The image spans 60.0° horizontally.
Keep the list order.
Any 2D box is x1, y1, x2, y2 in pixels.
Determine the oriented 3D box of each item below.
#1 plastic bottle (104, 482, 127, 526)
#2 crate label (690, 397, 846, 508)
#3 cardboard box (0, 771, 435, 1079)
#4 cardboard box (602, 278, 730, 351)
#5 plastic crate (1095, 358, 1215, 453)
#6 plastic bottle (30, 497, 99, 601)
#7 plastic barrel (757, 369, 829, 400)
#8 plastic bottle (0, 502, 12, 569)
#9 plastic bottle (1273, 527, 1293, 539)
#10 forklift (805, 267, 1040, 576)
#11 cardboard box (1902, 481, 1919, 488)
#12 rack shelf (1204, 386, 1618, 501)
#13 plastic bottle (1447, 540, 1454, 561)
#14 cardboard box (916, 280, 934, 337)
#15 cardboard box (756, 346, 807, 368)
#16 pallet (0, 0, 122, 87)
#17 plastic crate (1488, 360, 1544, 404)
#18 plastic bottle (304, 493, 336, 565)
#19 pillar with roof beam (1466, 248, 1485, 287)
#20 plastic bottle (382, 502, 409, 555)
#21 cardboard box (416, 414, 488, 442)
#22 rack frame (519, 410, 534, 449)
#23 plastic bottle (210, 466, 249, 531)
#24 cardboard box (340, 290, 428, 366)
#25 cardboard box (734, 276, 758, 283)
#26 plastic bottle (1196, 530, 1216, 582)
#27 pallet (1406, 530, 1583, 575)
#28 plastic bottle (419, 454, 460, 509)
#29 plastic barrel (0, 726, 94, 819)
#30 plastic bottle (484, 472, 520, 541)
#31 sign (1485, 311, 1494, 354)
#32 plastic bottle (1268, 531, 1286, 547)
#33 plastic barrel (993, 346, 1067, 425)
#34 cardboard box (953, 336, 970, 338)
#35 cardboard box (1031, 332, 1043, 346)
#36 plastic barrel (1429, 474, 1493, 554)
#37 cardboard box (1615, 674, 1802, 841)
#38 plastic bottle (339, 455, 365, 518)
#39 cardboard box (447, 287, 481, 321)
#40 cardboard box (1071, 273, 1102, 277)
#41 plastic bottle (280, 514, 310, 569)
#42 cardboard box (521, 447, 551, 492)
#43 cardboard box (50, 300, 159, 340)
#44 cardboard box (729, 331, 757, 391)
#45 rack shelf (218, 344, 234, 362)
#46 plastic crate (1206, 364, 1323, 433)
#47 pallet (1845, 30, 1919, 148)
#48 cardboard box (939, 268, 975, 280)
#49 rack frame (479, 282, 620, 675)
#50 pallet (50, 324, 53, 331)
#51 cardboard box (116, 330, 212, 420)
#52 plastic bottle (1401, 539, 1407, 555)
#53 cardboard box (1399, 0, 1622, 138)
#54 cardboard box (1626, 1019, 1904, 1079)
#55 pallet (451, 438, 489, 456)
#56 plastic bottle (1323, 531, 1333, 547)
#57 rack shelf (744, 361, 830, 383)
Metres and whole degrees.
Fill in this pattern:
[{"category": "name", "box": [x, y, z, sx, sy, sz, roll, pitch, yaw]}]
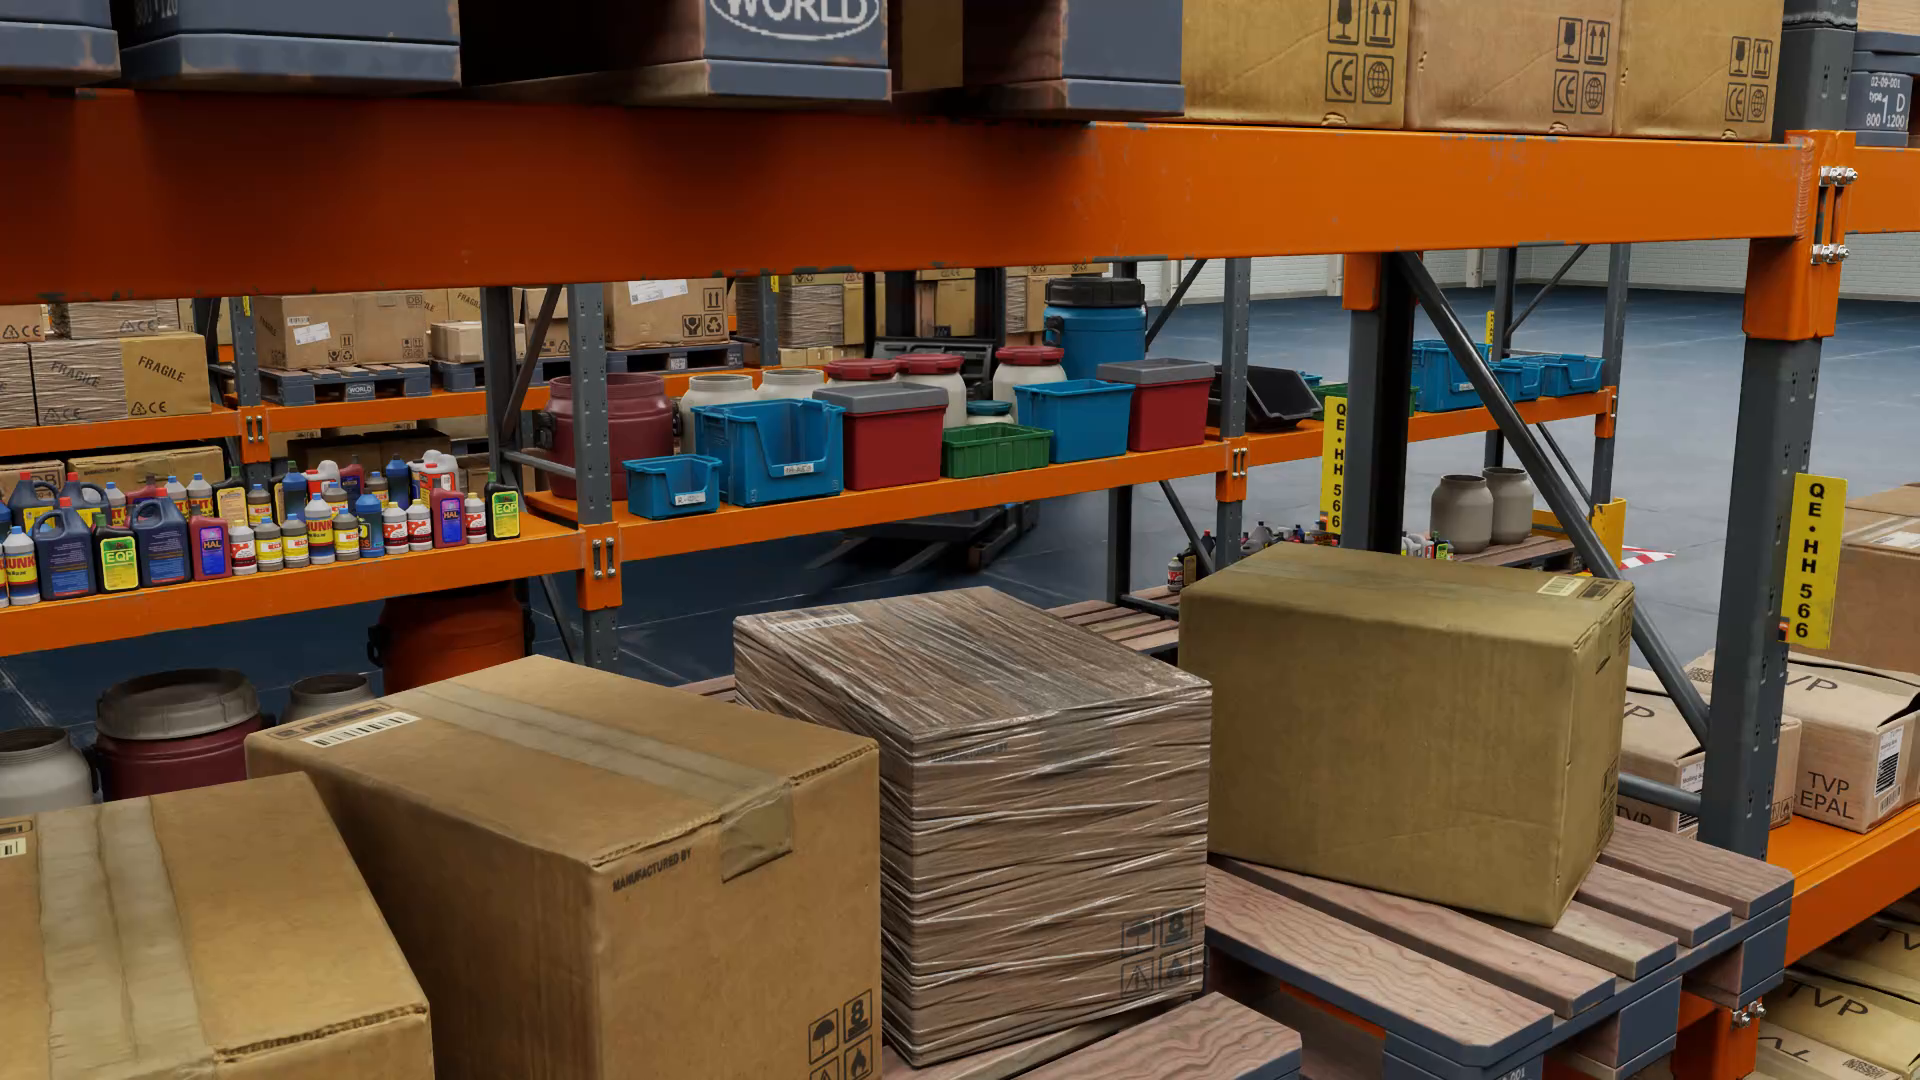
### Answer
[{"category": "plastic bottle", "box": [-3.392, -0.095, 6.667, 0.097, 0.271, 0.097, 0, 12, 0]}, {"category": "crate label", "box": [-0.898, -0.425, 7.823, 0.616, 0.435, 0.502, -9, 15, -38]}, {"category": "cardboard box", "box": [-0.867, 0.621, 1.730, 0.500, 0.500, 0.700, -7, 14, -29]}, {"category": "cardboard box", "box": [-2.521, -2.063, 13.170, 1.000, 1.000, 1.000, -9, 15, -37]}, {"category": "plastic crate", "box": [1.094, -0.760, 9.335, 0.583, 0.464, 0.402, -9, 15, -38]}, {"category": "plastic bottle", "box": [-3.183, 0.027, 5.900, 0.185, 0.351, 0.144, -9, 15, -38]}, {"category": "plastic barrel", "box": [-0.844, -0.600, 8.464, 0.421, 0.512, 0.421, 0, 12, 0]}, {"category": "plastic bottle", "box": [-3.679, -0.032, 6.366, 0.097, 0.271, 0.097, 0, 12, 0]}, {"category": "plastic bottle", "box": [2.135, 0.058, 11.133, 0.135, 0.276, 0.152, -9, 15, -37]}, {"category": "forklift", "box": [-0.269, -1.307, 12.227, 1.130, 2.935, 3.031, 4, 13, 17]}, {"category": "cardboard box", "box": [3.351, 0.079, 5.296, 0.500, 0.500, 0.500, -8, 14, -34]}, {"category": "rack shelf", "box": [2.843, -0.749, 11.168, 4.000, 0.370, 1.077, -9, 15, -38]}, {"category": "plastic bottle", "box": [3.244, 0.102, 11.103, 0.097, 0.201, 0.097, 0, 12, 0]}, {"category": "cardboard box", "box": [-0.683, -2.028, 14.502, 0.500, 0.500, 0.875, -9, 15, -38]}, {"category": "cardboard box", "box": [-1.457, -1.501, 13.582, 0.250, 0.149, 0.380, -9, 15, -38]}, {"category": "pallet", "box": [-1.321, -0.448, 1.249, 1.003, 0.211, 1.213, -9, 15, -38]}, {"category": "plastic crate", "box": [3.690, -1.091, 11.404, 0.408, 0.251, 0.499, -9, 15, -38]}, {"category": "plastic bottle", "box": [-2.478, -0.046, 6.431, 0.097, 0.271, 0.097, 0, 12, 0]}, {"category": "pillar with roof beam", "box": [17.024, -10.761, 42.141, 0.548, 9.000, 9.100, -9, 15, -38]}, {"category": "plastic bottle", "box": [-2.250, -0.049, 6.617, 0.097, 0.201, 0.097, 0, 12, 0]}, {"category": "cardboard box", "box": [-5.261, -1.472, 17.246, 0.750, 0.750, 1.050, -10, 15, -38]}, {"category": "rack frame", "box": [-4.833, -2.463, 17.504, 0.127, 3.000, 1.000, -9, 15, -38]}, {"category": "plastic bottle", "box": [-3.057, -0.162, 6.950, 0.133, 0.283, 0.061, -9, 15, -38]}, {"category": "cardboard box", "box": [-4.167, -1.546, 11.934, 0.500, 0.500, 0.700, -7, 14, -29]}, {"category": "cardboard box", "box": [-1.634, -2.432, 13.994, 0.500, 0.500, 0.500, -9, 15, -38]}, {"category": "plastic bottle", "box": [1.604, 0.109, 10.714, 0.185, 0.351, 0.144, -10, 16, -39]}, {"category": "pallet", "box": [3.737, 0.125, 12.030, 1.213, 0.211, 1.003, -9, 15, -38]}, {"category": "plastic bottle", "box": [-2.287, -0.234, 7.306, 0.135, 0.276, 0.152, -9, 15, -38]}, {"category": "plastic barrel", "box": [-3.481, 0.989, 6.226, 0.421, 0.512, 0.421, 0, 12, 0]}, {"category": "plastic bottle", "box": [-1.892, -0.144, 6.866, 0.133, 0.283, 0.061, -9, 15, -38]}, {"category": "sign", "box": [4.064, -1.586, 12.709, 0.005, 0.325, 0.100, -9, 15, -38]}, {"category": "plastic bottle", "box": [2.090, 0.088, 10.973, 0.133, 0.283, 0.061, -9, 15, -38]}, {"category": "plastic barrel", "box": [0.397, -0.820, 9.440, 0.433, 0.535, 0.433, 0, 12, 0]}, {"category": "cardboard box", "box": [-0.128, -1.738, 14.696, 0.250, 0.149, 0.380, -9, 15, -38]}, {"category": "cardboard box", "box": [0.653, -1.868, 15.307, 0.250, 0.149, 0.380, -9, 15, -38]}, {"category": "plastic barrel", "box": [3.547, -0.186, 11.763, 0.421, 0.512, 0.421, 0, 12, 0]}, {"category": "cardboard box", "box": [1.560, 0.485, 3.839, 0.500, 0.311, 0.500, -8, 15, -34]}, {"category": "plastic bottle", "box": [-2.668, -0.227, 7.255, 0.133, 0.283, 0.061, -9, 15, -38]}, {"category": "cardboard box", "box": [-5.073, -2.400, 16.971, 0.500, 0.500, 0.500, -10, 15, -38]}, {"category": "cardboard box", "box": [0.864, -2.292, 15.742, 0.500, 0.500, 0.875, -9, 15, -38]}, {"category": "plastic bottle", "box": [-2.554, 0.001, 6.379, 0.097, 0.201, 0.097, 0, 12, 0]}, {"category": "cardboard box", "box": [-3.127, -0.430, 12.890, 0.500, 0.500, 0.700, -11, 16, -42]}, {"category": "cardboard box", "box": [-5.518, -1.573, 10.661, 0.637, 0.503, 0.797, -9, 15, -36]}, {"category": "cardboard box", "box": [-2.883, -1.934, 19.122, 0.875, 0.875, 0.875, -10, 15, -39]}, {"category": "rack shelf", "box": [-6.395, -1.851, 16.357, 4.000, 0.370, 1.077, -9, 15, -38]}, {"category": "plastic crate", "box": [1.769, -0.859, 10.100, 0.504, 0.338, 0.767, -9, 15, -38]}, {"category": "pallet", "box": [1.723, -0.996, 3.832, 1.003, 0.211, 1.213, -9, 15, -35]}, {"category": "cardboard box", "box": [-0.139, -2.542, 14.516, 0.500, 0.500, 0.500, -9, 15, -38]}, {"category": "rack frame", "box": [-1.843, -0.323, 7.427, 0.127, 3.000, 1.000, -9, 15, -38]}, {"category": "pallet", "box": [-8.446, -1.740, 14.563, 1.003, 0.211, 1.213, -9, 15, -38]}, {"category": "cardboard box", "box": [-5.167, -1.071, 10.709, 0.500, 0.500, 0.500, -9, 15, -36]}, {"category": "plastic bottle", "box": [2.795, 0.098, 10.765, 0.185, 0.351, 0.144, -9, 15, -35]}, {"category": "cardboard box", "box": [0.531, -0.907, 2.715, 0.500, 0.500, 0.910, -9, 15, -38]}, {"category": "cardboard box", "box": [1.841, 1.326, 3.920, 0.500, 0.311, 0.500, -9, 15, -36]}, {"category": "pallet", "box": [-5.388, -0.986, 17.265, 1.213, 0.211, 1.003, -9, 15, -38]}, {"category": "plastic bottle", "box": [2.526, -0.012, 11.474, 0.097, 0.271, 0.097, 0, 12, 0]}, {"category": "rack shelf", "box": [-0.252, -1.553, 14.951, 4.000, 0.370, 1.077, -9, 15, -38]}]
